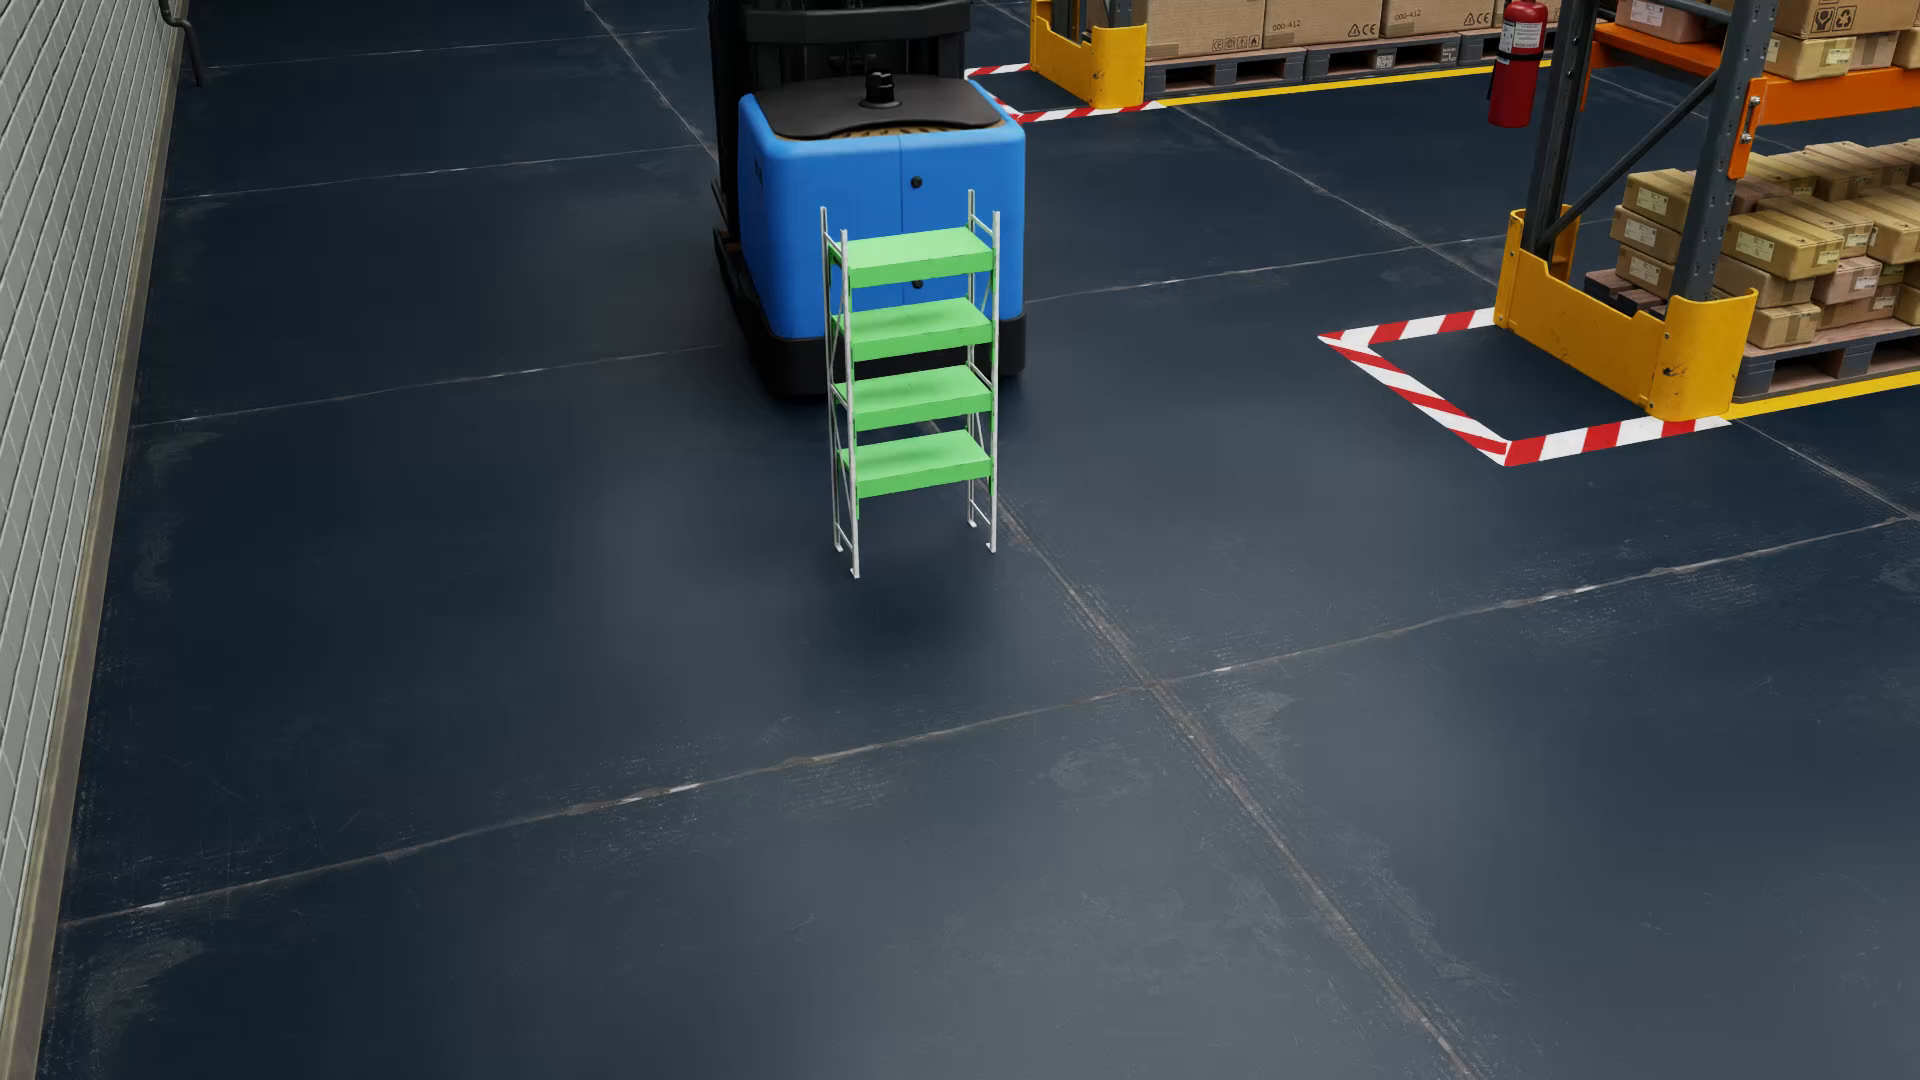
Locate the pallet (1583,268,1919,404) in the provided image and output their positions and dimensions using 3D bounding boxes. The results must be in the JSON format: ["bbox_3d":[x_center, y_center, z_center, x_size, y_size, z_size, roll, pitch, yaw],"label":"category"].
[{"bbox_3d":[3.514,-0.971,7.242,1.213,0.211,1.003,-10,31,-18],"label":"pallet"}]

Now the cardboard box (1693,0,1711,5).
[{"bbox_3d":[3.000,-2.416,6.558,0.500,0.500,0.500,-10,31,-17],"label":"cardboard box"}]

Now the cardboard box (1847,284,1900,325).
[{"bbox_3d":[3.718,-1.061,7.038,0.250,0.149,0.380,-10,31,-17],"label":"cardboard box"}]

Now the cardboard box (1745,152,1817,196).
[{"bbox_3d":[3.530,-1.578,7.343,0.250,0.149,0.380,-11,32,-19],"label":"cardboard box"}]

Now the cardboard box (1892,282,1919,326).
[{"bbox_3d":[3.996,-1.054,7.026,0.250,0.149,0.380,-10,31,-17],"label":"cardboard box"}]

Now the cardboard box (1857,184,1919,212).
[{"bbox_3d":[3.979,-1.350,6.944,0.250,0.149,0.380,-12,32,-20],"label":"cardboard box"}]

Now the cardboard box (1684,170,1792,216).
[{"bbox_3d":[3.332,-1.474,7.162,0.250,0.149,0.380,-10,31,-17],"label":"cardboard box"}]

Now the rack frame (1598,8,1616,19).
[{"bbox_3d":[4.597,-5.016,11.523,0.127,3.000,1.000,-10,31,-18],"label":"rack frame"}]

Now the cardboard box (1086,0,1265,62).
[{"bbox_3d":[1.431,-3.555,11.123,0.875,0.438,0.875,-12,32,-19],"label":"cardboard box"}]

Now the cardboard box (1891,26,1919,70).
[{"bbox_3d":[3.581,-1.925,6.353,0.250,0.149,0.380,-11,32,-19],"label":"cardboard box"}]

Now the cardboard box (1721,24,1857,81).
[{"bbox_3d":[3.086,-1.841,6.204,0.250,0.149,0.380,-11,31,-18],"label":"cardboard box"}]

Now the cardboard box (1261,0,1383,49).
[{"bbox_3d":[2.286,-3.716,11.407,0.875,0.438,0.875,-10,31,-16],"label":"cardboard box"}]

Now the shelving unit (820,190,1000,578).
[{"bbox_3d":[-0.155,-0.493,5.403,0.503,1.200,0.258,-10,31,-18],"label":"shelving unit"}]

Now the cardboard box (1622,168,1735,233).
[{"bbox_3d":[3.076,-1.457,7.132,0.250,0.149,0.380,-10,31,-17],"label":"cardboard box"}]

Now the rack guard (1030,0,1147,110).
[{"bbox_3d":[0.825,-3.235,10.923,0.348,0.500,1.175,-10,31,-18],"label":"rack guard"}]

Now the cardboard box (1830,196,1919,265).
[{"bbox_3d":[3.775,-1.268,6.801,0.250,0.149,0.380,-11,31,-18],"label":"cardboard box"}]

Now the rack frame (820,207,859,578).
[{"bbox_3d":[-0.384,-0.451,5.329,0.015,1.200,0.240,-10,31,-18],"label":"rack frame"}]

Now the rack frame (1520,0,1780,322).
[{"bbox_3d":[2.669,-2.046,6.311,0.127,3.000,1.000,-10,31,-18],"label":"rack frame"}]

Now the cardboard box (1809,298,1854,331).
[{"bbox_3d":[3.488,-1.015,6.957,0.250,0.149,0.380,-11,31,-18],"label":"cardboard box"}]

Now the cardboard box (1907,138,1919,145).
[{"bbox_3d":[4.549,-1.717,7.589,0.250,0.149,0.380,-10,31,-17],"label":"cardboard box"}]

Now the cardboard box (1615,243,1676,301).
[{"bbox_3d":[3.089,-1.177,7.242,0.250,0.149,0.380,-10,31,-17],"label":"cardboard box"}]

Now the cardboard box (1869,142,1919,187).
[{"bbox_3d":[4.313,-1.659,7.487,0.250,0.149,0.380,-11,32,-19],"label":"cardboard box"}]

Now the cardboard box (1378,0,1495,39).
[{"bbox_3d":[3.132,-3.871,11.679,0.875,0.438,0.875,-11,32,-19],"label":"cardboard box"}]

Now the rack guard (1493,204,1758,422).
[{"bbox_3d":[2.740,-0.973,6.953,0.348,0.500,1.175,-10,31,-18],"label":"rack guard"}]

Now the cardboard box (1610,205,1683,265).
[{"bbox_3d":[3.064,-1.342,7.231,0.250,0.149,0.380,-11,32,-19],"label":"cardboard box"}]

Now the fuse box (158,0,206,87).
[{"bbox_3d":[-5.025,-3.781,10.658,0.414,1.711,0.539,-10,31,-18],"label":"fuse box"}]

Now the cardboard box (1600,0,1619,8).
[{"bbox_3d":[5.150,-4.419,12.198,0.875,0.875,0.875,-9,31,-16],"label":"cardboard box"}]

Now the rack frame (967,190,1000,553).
[{"bbox_3d":[0.074,-0.535,5.477,0.015,1.200,0.240,-10,31,-18],"label":"rack frame"}]

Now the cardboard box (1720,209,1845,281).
[{"bbox_3d":[3.278,-1.181,6.647,0.250,0.149,0.380,-12,32,-20],"label":"cardboard box"}]

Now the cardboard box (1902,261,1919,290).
[{"bbox_3d":[4.002,-1.189,6.961,0.250,0.149,0.380,-9,31,-16],"label":"cardboard box"}]

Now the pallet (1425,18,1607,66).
[{"bbox_3d":[3.857,-3.709,12.047,1.213,0.211,1.003,-10,31,-18],"label":"pallet"}]

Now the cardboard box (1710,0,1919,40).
[{"bbox_3d":[3.186,-2.168,6.124,0.500,0.500,0.500,-9,31,-15],"label":"cardboard box"}]

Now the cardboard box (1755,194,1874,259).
[{"bbox_3d":[3.495,-1.284,6.829,0.250,0.149,0.380,-10,31,-17],"label":"cardboard box"}]

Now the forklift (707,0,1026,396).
[{"bbox_3d":[-0.578,-2.561,7.284,1.130,2.935,3.031,-7,30,-12],"label":"forklift"}]

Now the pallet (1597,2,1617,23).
[{"bbox_3d":[5.294,-3.972,12.509,1.213,0.211,1.003,-10,31,-18],"label":"pallet"}]

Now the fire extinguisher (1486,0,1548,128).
[{"bbox_3d":[2.272,-2.021,6.722,0.183,0.674,0.296,-10,31,-18],"label":"fire extinguisher"}]

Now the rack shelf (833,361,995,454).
[{"bbox_3d":[-0.155,-0.437,5.434,0.480,0.148,0.258,-10,31,-18],"label":"rack shelf"}]

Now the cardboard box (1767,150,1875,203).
[{"bbox_3d":[3.795,-1.593,7.370,0.250,0.149,0.380,-12,32,-20],"label":"cardboard box"}]

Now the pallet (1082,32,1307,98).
[{"bbox_3d":[1.570,-3.288,11.308,1.213,0.211,1.003,-10,31,-18],"label":"pallet"}]

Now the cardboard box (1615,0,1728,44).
[{"bbox_3d":[2.876,-2.124,6.702,0.250,0.149,0.380,-10,31,-18],"label":"cardboard box"}]

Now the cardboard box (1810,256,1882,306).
[{"bbox_3d":[3.525,-1.111,6.826,0.250,0.149,0.380,-11,31,-18],"label":"cardboard box"}]

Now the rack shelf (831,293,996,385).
[{"bbox_3d":[-0.155,-0.646,5.316,0.480,0.148,0.258,-10,31,-18],"label":"rack shelf"}]

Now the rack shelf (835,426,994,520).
[{"bbox_3d":[-0.155,-0.229,5.553,0.480,0.148,0.258,-10,31,-18],"label":"rack shelf"}]

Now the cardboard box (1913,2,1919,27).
[{"bbox_3d":[3.678,-2.272,6.306,0.500,0.500,0.500,-10,31,-18],"label":"cardboard box"}]

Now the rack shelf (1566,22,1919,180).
[{"bbox_3d":[4.543,-2.079,7.095,4.000,0.370,1.077,-10,31,-18],"label":"rack shelf"}]

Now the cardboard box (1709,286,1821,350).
[{"bbox_3d":[3.271,-0.932,6.811,0.250,0.149,0.380,-10,31,-17],"label":"cardboard box"}]

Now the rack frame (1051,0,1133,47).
[{"bbox_3d":[0.848,-4.325,10.311,0.127,3.000,1.000,-10,31,-18],"label":"rack frame"}]

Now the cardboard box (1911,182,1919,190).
[{"bbox_3d":[4.242,-1.393,7.020,0.250,0.149,0.380,-9,31,-16],"label":"cardboard box"}]

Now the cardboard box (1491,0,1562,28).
[{"bbox_3d":[3.971,-4.026,11.951,0.875,0.438,0.875,-11,31,-18],"label":"cardboard box"}]

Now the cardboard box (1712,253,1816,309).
[{"bbox_3d":[3.249,-1.090,6.789,0.250,0.149,0.380,-9,31,-16],"label":"cardboard box"}]

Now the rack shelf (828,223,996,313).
[{"bbox_3d":[-0.155,-0.854,5.197,0.480,0.148,0.258,-10,31,-18],"label":"rack shelf"}]

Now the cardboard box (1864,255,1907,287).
[{"bbox_3d":[3.724,-1.195,6.972,0.250,0.149,0.380,-10,31,-17],"label":"cardboard box"}]

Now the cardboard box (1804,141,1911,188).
[{"bbox_3d":[4.027,-1.665,7.497,0.250,0.149,0.380,-9,31,-16],"label":"cardboard box"}]

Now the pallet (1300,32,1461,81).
[{"bbox_3d":[2.711,-3.496,11.674,1.213,0.211,1.003,-10,31,-18],"label":"pallet"}]

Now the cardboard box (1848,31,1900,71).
[{"bbox_3d":[3.311,-1.904,6.315,0.250,0.149,0.380,-9,31,-16],"label":"cardboard box"}]
